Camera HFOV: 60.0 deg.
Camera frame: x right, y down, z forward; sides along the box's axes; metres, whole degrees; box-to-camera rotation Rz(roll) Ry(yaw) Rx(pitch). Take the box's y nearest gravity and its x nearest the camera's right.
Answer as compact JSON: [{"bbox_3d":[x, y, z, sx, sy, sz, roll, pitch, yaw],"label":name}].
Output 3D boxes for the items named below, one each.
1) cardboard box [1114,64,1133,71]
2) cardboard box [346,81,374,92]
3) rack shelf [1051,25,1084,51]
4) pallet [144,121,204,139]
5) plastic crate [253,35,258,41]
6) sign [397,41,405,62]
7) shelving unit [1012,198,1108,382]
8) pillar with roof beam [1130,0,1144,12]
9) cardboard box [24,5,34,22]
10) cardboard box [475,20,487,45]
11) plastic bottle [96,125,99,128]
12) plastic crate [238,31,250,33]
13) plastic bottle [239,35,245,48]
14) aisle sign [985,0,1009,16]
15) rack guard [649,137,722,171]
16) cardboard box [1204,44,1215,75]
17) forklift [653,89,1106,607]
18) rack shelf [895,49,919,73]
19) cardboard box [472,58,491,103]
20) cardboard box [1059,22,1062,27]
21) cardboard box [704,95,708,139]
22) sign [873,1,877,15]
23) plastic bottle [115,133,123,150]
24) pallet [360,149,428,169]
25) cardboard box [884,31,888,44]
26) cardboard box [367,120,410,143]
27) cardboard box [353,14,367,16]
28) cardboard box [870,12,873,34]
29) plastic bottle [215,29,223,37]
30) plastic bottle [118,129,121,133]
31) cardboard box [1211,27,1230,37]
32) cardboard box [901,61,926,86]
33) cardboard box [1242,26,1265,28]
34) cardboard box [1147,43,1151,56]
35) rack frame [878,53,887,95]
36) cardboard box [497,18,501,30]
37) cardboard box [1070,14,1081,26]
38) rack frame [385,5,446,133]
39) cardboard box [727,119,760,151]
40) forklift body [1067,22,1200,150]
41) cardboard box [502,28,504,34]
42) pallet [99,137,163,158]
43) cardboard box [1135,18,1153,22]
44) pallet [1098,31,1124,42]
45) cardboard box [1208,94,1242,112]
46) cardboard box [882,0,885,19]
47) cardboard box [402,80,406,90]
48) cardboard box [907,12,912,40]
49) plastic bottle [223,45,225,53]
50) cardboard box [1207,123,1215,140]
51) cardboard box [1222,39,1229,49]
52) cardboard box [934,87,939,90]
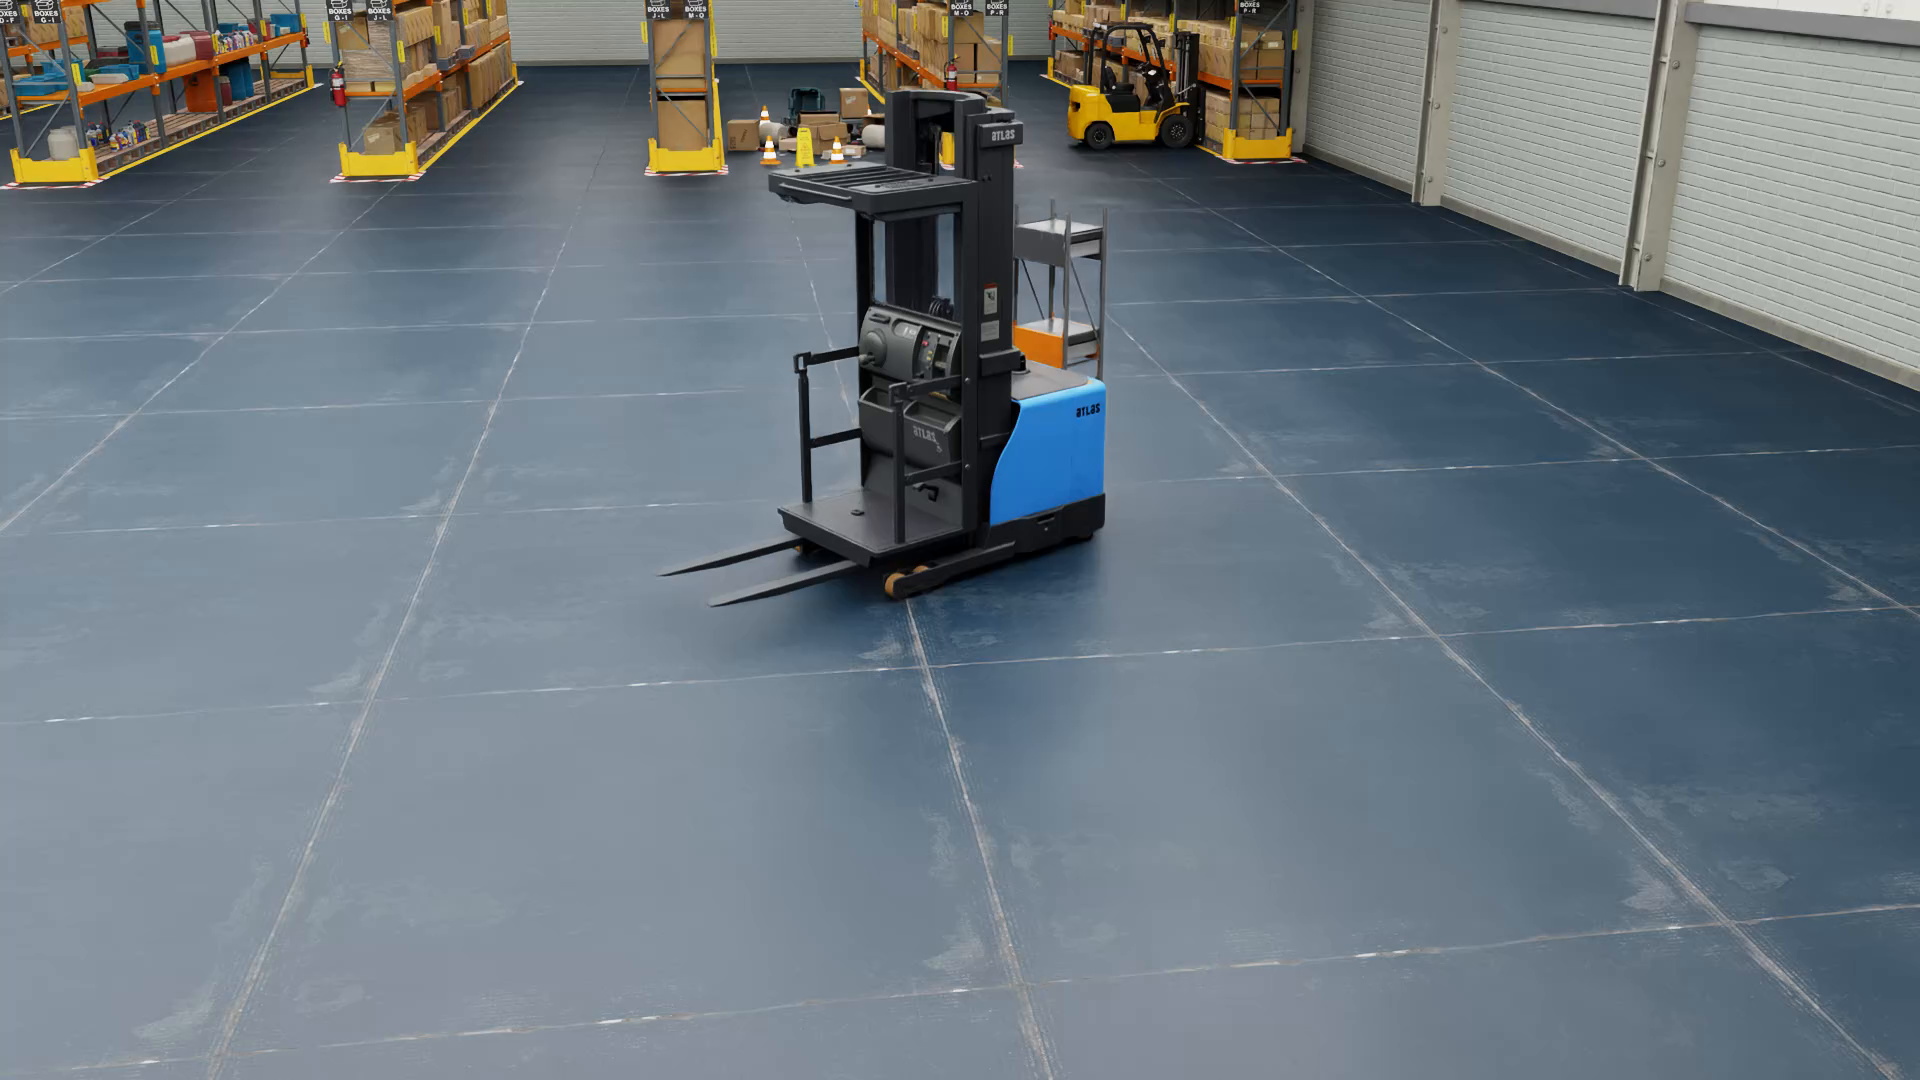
[{"bbox_3d":[3.674,-10.593,37.338,0.380,0.149,0.250,-4,21,-10],"label":"cardboard box"},{"bbox_3d":[-9.750,-7.369,27.017,0.380,0.149,0.250,-3,21,-8],"label":"cardboard box"},{"bbox_3d":[3.195,-12.660,41.853,1.077,0.370,4.000,-3,21,-8],"label":"rack shelf"},{"bbox_3d":[-15.313,-7.920,32.120,1.003,0.211,1.213,-3,21,-8],"label":"pallet"},{"bbox_3d":[-16.062,-11.376,37.678,0.396,0.136,0.243,-3,21,-8],"label":"plastic crate"},{"bbox_3d":[-8.968,-7.831,26.659,0.100,0.325,0.005,-3,21,-8],"label":"sign"},{"bbox_3d":[0.683,-1.287,11.661,0.431,2.100,0.503,-18,27,-40],"label":"shelving unit"},{"bbox_3d":[0.015,-15.184,39.009,9.100,9.000,0.400,-3,21,-8],"label":"pillar with roof beam"},{"bbox_3d":[-20.828,-11.747,36.809,0.500,0.500,0.500,-2,21,-6],"label":"cardboard box"},{"bbox_3d":[-10.832,-11.280,36.987,0.500,0.500,0.500,-2,21,-6],"label":"cardboard box"},{"bbox_3d":[-15.297,-7.220,29.525,0.152,0.276,0.135,-2,21,-6],"label":"plastic bottle"},{"bbox_3d":[-16.684,-11.795,38.801,0.293,0.136,0.466,-3,21,-8],"label":"plastic crate"},{"bbox_3d":[-15.634,-10.824,36.086,0.152,0.276,0.135,-3,21,-8],"label":"plastic bottle"},{"bbox_3d":[0.617,-9.110,27.604,0.394,0.787,0.004,-3,21,-8],"label":"aisle sign"},{"bbox_3d":[-4.579,-6.434,27.728,1.175,0.500,0.348,-3,21,-8],"label":"rack guard"},{"bbox_3d":[4.742,-8.711,30.109,0.500,0.500,0.500,-3,21,-9],"label":"cardboard box"},{"bbox_3d":[-0.478,-1.211,10.269,3.031,2.935,1.130,-16,26,-37],"label":"forklift"},{"bbox_3d":[-0.563,-9.638,33.763,1.077,0.370,4.000,-3,21,-8],"label":"rack shelf"},{"bbox_3d":[-10.858,-9.918,35.921,1.225,0.875,0.875,-3,21,-8],"label":"cardboard box"},{"bbox_3d":[2.765,-13.358,43.053,0.380,0.149,0.250,-2,21,-6],"label":"cardboard box"},{"bbox_3d":[-4.874,-7.351,29.046,0.875,0.875,0.875,-3,21,-9],"label":"cardboard box"},{"bbox_3d":[-1.977,-12.467,38.957,0.100,0.325,0.005,-3,21,-8],"label":"sign"},{"bbox_3d":[-14.374,-6.805,28.401,0.061,0.283,0.133,-3,21,-7],"label":"plastic bottle"},{"bbox_3d":[-9.598,-6.401,28.053,1.003,0.211,1.213,-3,21,-8],"label":"pallet"},{"bbox_3d":[-1.429,-11.286,37.360,0.500,0.250,0.500,-3,21,-9],"label":"cardboard box"},{"bbox_3d":[-9.698,-6.846,28.231,0.500,0.500,0.500,2,21,6],"label":"cardboard box"},{"bbox_3d":[-9.906,-8.403,27.431,0.500,0.500,0.500,-3,21,-8],"label":"cardboard box"},{"bbox_3d":[-1.915,-12.598,40.517,0.500,0.500,0.500,-3,21,-9],"label":"cardboard box"},{"bbox_3d":[-16.400,-11.128,36.793,0.144,0.351,0.185,-3,21,-8],"label":"plastic bottle"},{"bbox_3d":[-14.616,-7.018,28.973,0.061,0.283,0.133,-3,21,-8],"label":"plastic bottle"},{"bbox_3d":[4.712,-9.101,29.800,0.380,0.149,0.250,-2,21,-6],"label":"cardboard box"},{"bbox_3d":[-0.869,-10.112,36.441,0.875,0.875,0.875,-3,21,-8],"label":"cardboard box"},{"bbox_3d":[5.296,-9.222,30.125,0.380,0.149,0.250,-3,21,-9],"label":"cardboard box"},{"bbox_3d":[4.104,-10.151,34.322,0.500,0.250,0.500,-2,21,-6],"label":"cardboard box"},{"bbox_3d":[-1.428,-12.053,39.199,1.000,3.000,0.127,-3,21,-8],"label":"rack frame"},{"bbox_3d":[-11.253,-12.320,39.705,0.500,0.250,0.500,-3,21,-8],"label":"cardboard box"},{"bbox_3d":[3.023,-12.883,41.213,0.500,0.250,0.500,-3,21,-8],"label":"cardboard box"},{"bbox_3d":[-10.081,-8.783,30.445,1.000,3.000,0.127,-3,21,-8],"label":"rack frame"},{"bbox_3d":[-3.919,-7.343,30.157,0.500,0.500,0.500,1,20,2],"label":"cardboard box"},{"bbox_3d":[3.134,-8.316,30.409,2.313,2.155,1.214,-3,21,-8],"label":"forklift body"},{"bbox_3d":[-11.285,-12.360,40.380,0.380,0.149,0.250,-3,21,-9],"label":"cardboard box"},{"bbox_3d":[-14.927,-6.992,29.635,1.003,0.211,1.213,-3,21,-8],"label":"pallet"},{"bbox_3d":[3.916,-10.965,35.216,0.380,0.149,0.250,-2,21,-6],"label":"cardboard box"},{"bbox_3d":[3.775,-11.502,38.000,1.003,0.211,1.213,-3,21,-8],"label":"pallet"},{"bbox_3d":[4.759,-7.847,29.839,0.500,0.250,0.500,-3,21,-7],"label":"cardboard box"},{"bbox_3d":[-1.479,-12.052,37.627,0.500,0.500,0.500,-3,21,-9],"label":"cardboard box"},{"bbox_3d":[-9.327,-7.479,27.311,0.380,0.149,0.250,-3,21,-8],"label":"cardboard box"},{"bbox_3d":[-0.786,-10.346,33.461,0.500,0.500,0.500,-4,21,-10],"label":"cardboard box"},{"bbox_3d":[-15.377,-10.239,34.627,0.097,0.201,0.097,0,20,0],"label":"plastic bottle"},{"bbox_3d":[4.770,-7.378,30.011,0.500,0.250,0.500,-3,21,-8],"label":"cardboard box"},{"bbox_3d":[4.819,-8.693,29.134,0.380,0.149,0.250,-3,21,-7],"label":"cardboard box"},{"bbox_3d":[-0.261,-8.028,29.754,0.380,0.149,0.250,-2,21,-5],"label":"cardboard box"}]
